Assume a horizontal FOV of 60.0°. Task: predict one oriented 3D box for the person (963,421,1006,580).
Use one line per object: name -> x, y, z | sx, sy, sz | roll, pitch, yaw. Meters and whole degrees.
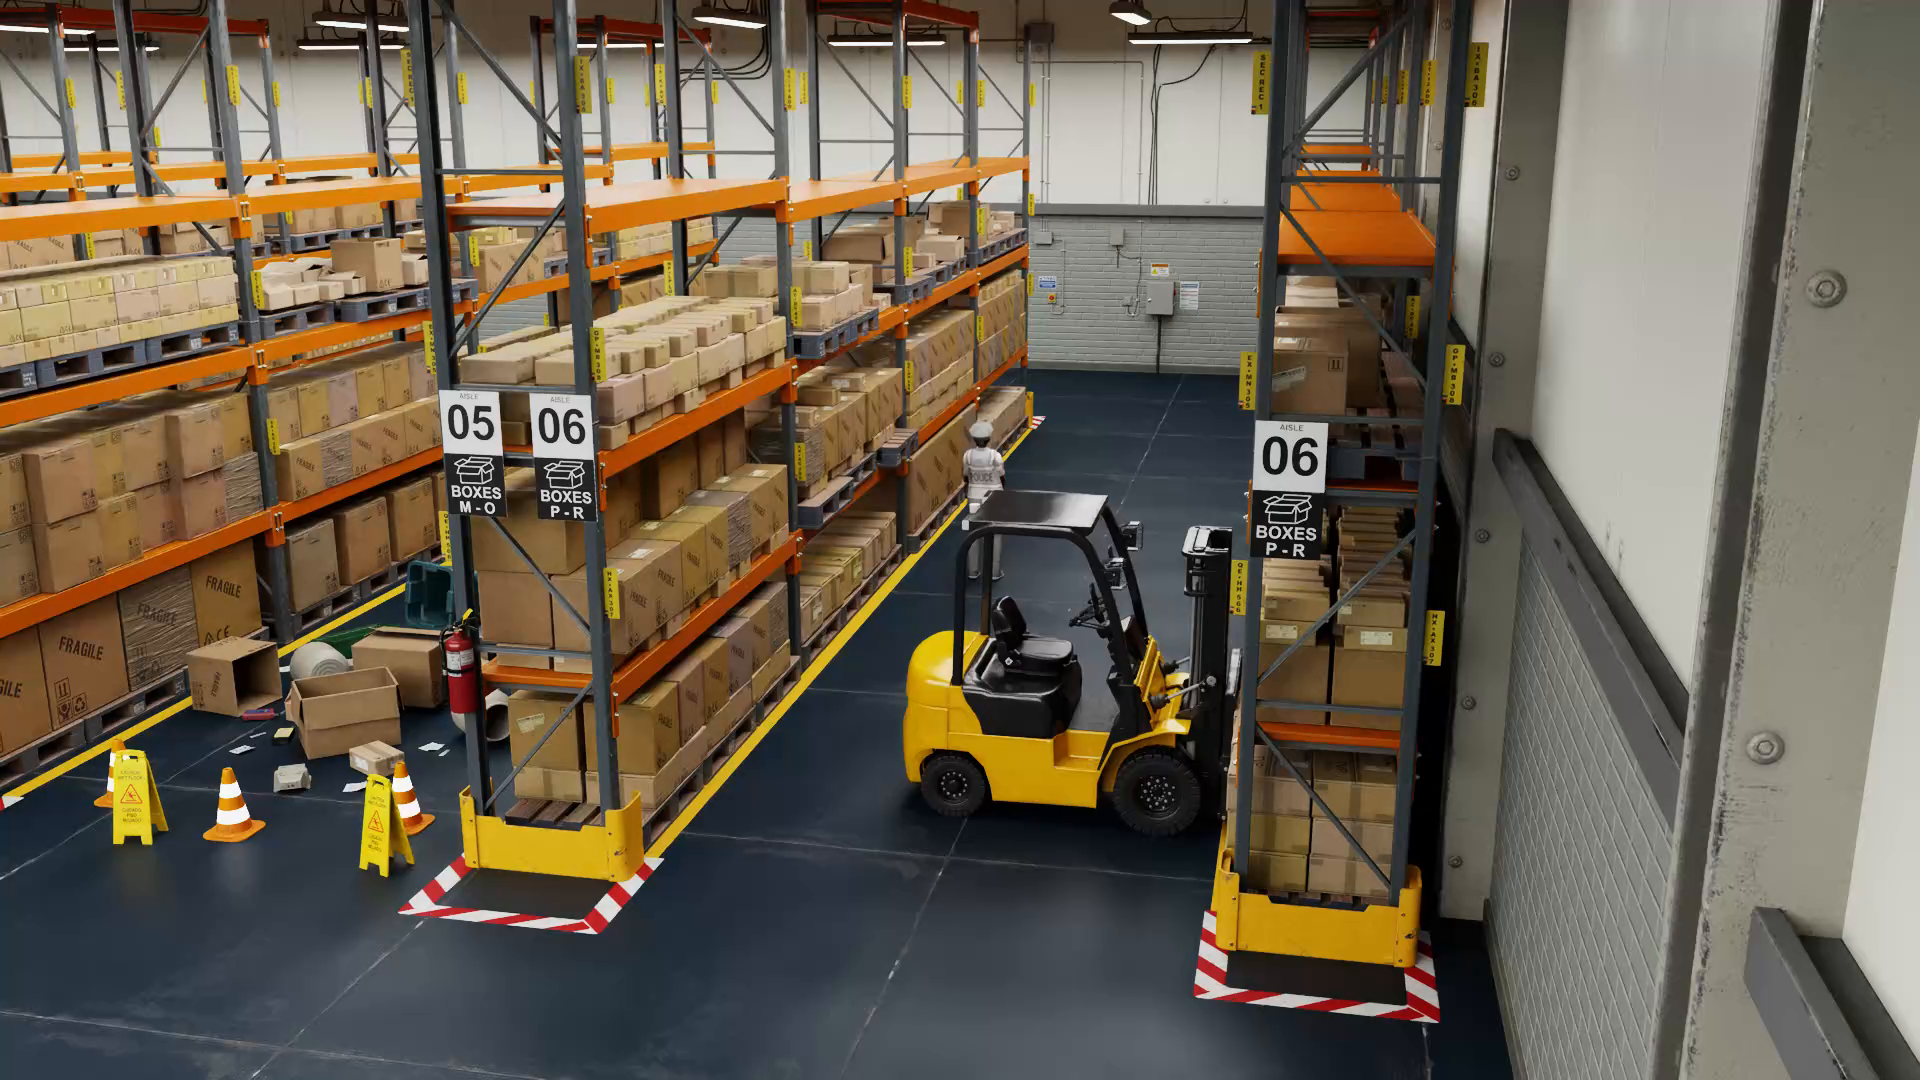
person -> 0.266, -0.433, 17.588 | 0.454, 1.694, 0.530 | 3, 15, 11
